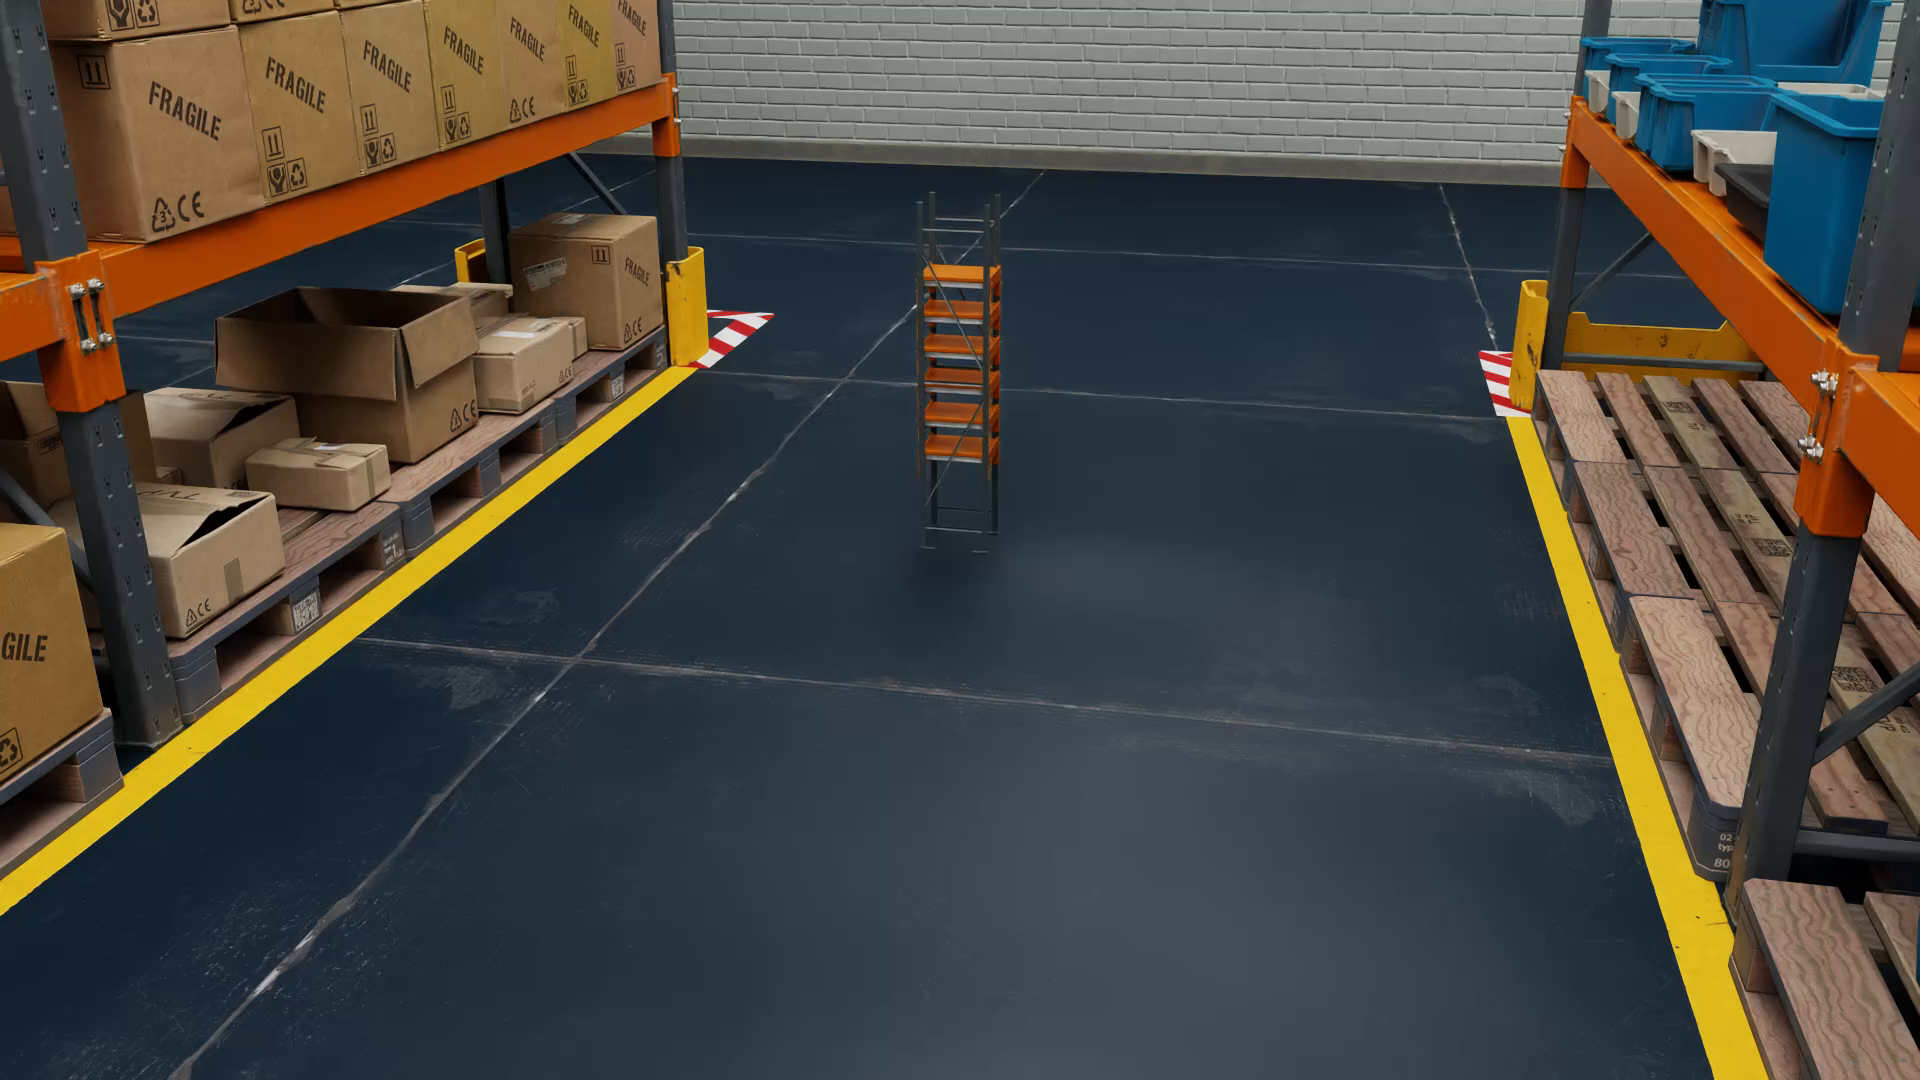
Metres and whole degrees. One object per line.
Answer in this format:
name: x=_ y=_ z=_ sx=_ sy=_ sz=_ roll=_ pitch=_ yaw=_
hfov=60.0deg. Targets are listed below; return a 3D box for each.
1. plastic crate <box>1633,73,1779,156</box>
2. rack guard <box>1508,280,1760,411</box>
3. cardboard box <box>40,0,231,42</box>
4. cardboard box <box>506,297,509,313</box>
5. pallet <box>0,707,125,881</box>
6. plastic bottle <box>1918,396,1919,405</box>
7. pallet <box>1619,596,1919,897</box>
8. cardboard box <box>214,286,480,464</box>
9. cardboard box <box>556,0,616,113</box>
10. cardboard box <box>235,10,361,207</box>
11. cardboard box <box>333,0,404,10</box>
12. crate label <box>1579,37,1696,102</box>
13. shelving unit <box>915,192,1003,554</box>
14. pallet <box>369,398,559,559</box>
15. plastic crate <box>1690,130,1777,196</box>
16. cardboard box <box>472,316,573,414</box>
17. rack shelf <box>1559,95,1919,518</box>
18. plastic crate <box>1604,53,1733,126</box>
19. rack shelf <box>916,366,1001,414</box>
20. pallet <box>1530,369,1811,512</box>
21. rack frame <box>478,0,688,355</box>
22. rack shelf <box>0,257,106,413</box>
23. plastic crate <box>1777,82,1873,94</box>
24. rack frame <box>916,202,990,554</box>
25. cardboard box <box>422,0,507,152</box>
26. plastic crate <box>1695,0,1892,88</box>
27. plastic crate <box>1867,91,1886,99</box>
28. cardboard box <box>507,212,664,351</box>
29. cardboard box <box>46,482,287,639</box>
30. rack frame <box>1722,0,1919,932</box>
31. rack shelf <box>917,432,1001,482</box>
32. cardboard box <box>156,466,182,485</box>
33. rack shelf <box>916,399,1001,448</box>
plastic crate: x=2.396 y=-1.373 z=5.390 sx=0.416 sy=0.233 sz=0.300 roll=4 pitch=22 yaw=11
rack guard: x=3.030 y=-0.819 z=7.219 sx=1.175 sy=0.500 sz=0.348 roll=4 pitch=22 yaw=11
cardboard box: x=-2.256 y=-1.546 z=4.206 sx=0.500 sy=0.500 sz=0.500 roll=5 pitch=22 yaw=12
cardboard box: x=-2.284 y=-1.020 z=7.574 sx=0.380 sy=0.166 sz=0.250 roll=4 pitch=22 yaw=11
pallet: x=-2.756 y=0.709 z=3.812 sx=1.003 sy=0.211 sz=1.213 roll=4 pitch=22 yaw=11
plastic bottle: x=1.729 y=-0.351 z=2.865 sx=0.061 sy=0.283 sz=0.133 roll=4 pitch=22 yaw=11
pallet: x=2.333 y=0.515 z=4.291 sx=1.003 sy=0.211 sz=1.213 roll=4 pitch=22 yaw=11
cardboard box: x=-2.249 y=-0.619 z=6.128 sx=0.797 sy=0.503 sz=0.637 roll=4 pitch=22 yaw=11
cardboard box: x=-1.738 y=-2.020 z=6.720 sx=0.500 sy=0.500 sz=0.500 roll=5 pitch=22 yaw=11
cardboard box: x=-2.155 y=-1.285 z=4.894 sx=0.500 sy=0.500 sz=0.500 roll=5 pitch=22 yaw=12
cardboard box: x=-2.045 y=-1.923 z=5.141 sx=0.500 sy=0.500 sz=0.500 roll=4 pitch=22 yaw=9
crate label: x=2.665 y=-1.854 z=6.586 sx=0.416 sy=0.233 sz=0.303 roll=4 pitch=22 yaw=11
shelving unit: x=-0.003 y=-0.551 z=5.616 sx=0.258 sy=1.200 sz=0.189 roll=4 pitch=22 yaw=11
pallet: x=-2.239 y=-0.290 z=6.292 sx=1.003 sy=0.211 sz=1.213 roll=4 pitch=22 yaw=11
plastic crate: x=2.282 y=-1.072 z=4.772 sx=0.293 sy=0.136 sz=0.466 roll=4 pitch=22 yaw=11
cardboard box: x=-1.904 y=-0.714 z=6.703 sx=0.500 sy=0.250 sz=0.500 roll=4 pitch=22 yaw=11
rack shelf: x=2.629 y=-0.904 z=5.046 sx=1.077 sy=0.370 sz=4.000 roll=4 pitch=22 yaw=11
plastic crate: x=2.530 y=-1.613 z=5.988 sx=0.416 sy=0.233 sz=0.300 roll=4 pitch=22 yaw=11
rack shelf: x=-0.003 y=-0.510 z=5.633 sx=0.258 sy=0.103 sz=0.180 roll=4 pitch=22 yaw=11
pallet: x=2.831 y=-0.377 z=6.507 sx=1.003 sy=0.211 sz=1.213 roll=4 pitch=22 yaw=11
rack frame: x=-1.811 y=-2.348 z=7.669 sx=1.000 sy=3.000 sz=0.127 roll=4 pitch=22 yaw=11
rack shelf: x=-3.035 y=0.180 z=2.355 sx=1.077 sy=0.370 sz=4.000 roll=4 pitch=22 yaw=11
plastic crate: x=3.048 y=-1.563 z=5.991 sx=0.396 sy=0.136 sz=0.243 roll=4 pitch=22 yaw=11
rack frame: x=-0.022 y=-0.518 z=5.533 sx=0.240 sy=1.200 sz=0.006 roll=4 pitch=22 yaw=11
cardboard box: x=-1.948 y=-1.654 z=5.810 sx=0.500 sy=0.500 sz=0.500 roll=4 pitch=22 yaw=10
plastic crate: x=3.152 y=-1.877 z=6.370 sx=0.616 sy=0.435 sz=0.499 roll=4 pitch=22 yaw=11
plastic crate: x=2.713 y=-1.024 z=4.458 sx=0.437 sy=0.282 sz=0.530 roll=4 pitch=22 yaw=11
cardboard box: x=-1.681 y=-1.175 z=7.513 sx=0.500 sy=0.500 sz=0.500 roll=4 pitch=22 yaw=11
cardboard box: x=-2.330 y=0.021 z=4.797 sx=0.500 sy=0.311 sz=0.500 roll=4 pitch=22 yaw=11
rack frame: x=2.221 y=-0.506 z=3.095 sx=1.000 sy=3.000 sz=0.127 roll=4 pitch=22 yaw=11
rack shelf: x=-0.003 y=-0.287 z=5.723 sx=0.258 sy=0.103 sz=0.180 roll=4 pitch=22 yaw=11
cardboard box: x=-2.771 y=-0.139 z=5.410 sx=0.380 sy=0.149 sz=0.250 roll=4 pitch=22 yaw=11
rack shelf: x=-0.003 y=-0.399 z=5.678 sx=0.258 sy=0.103 sz=0.180 roll=4 pitch=22 yaw=11
